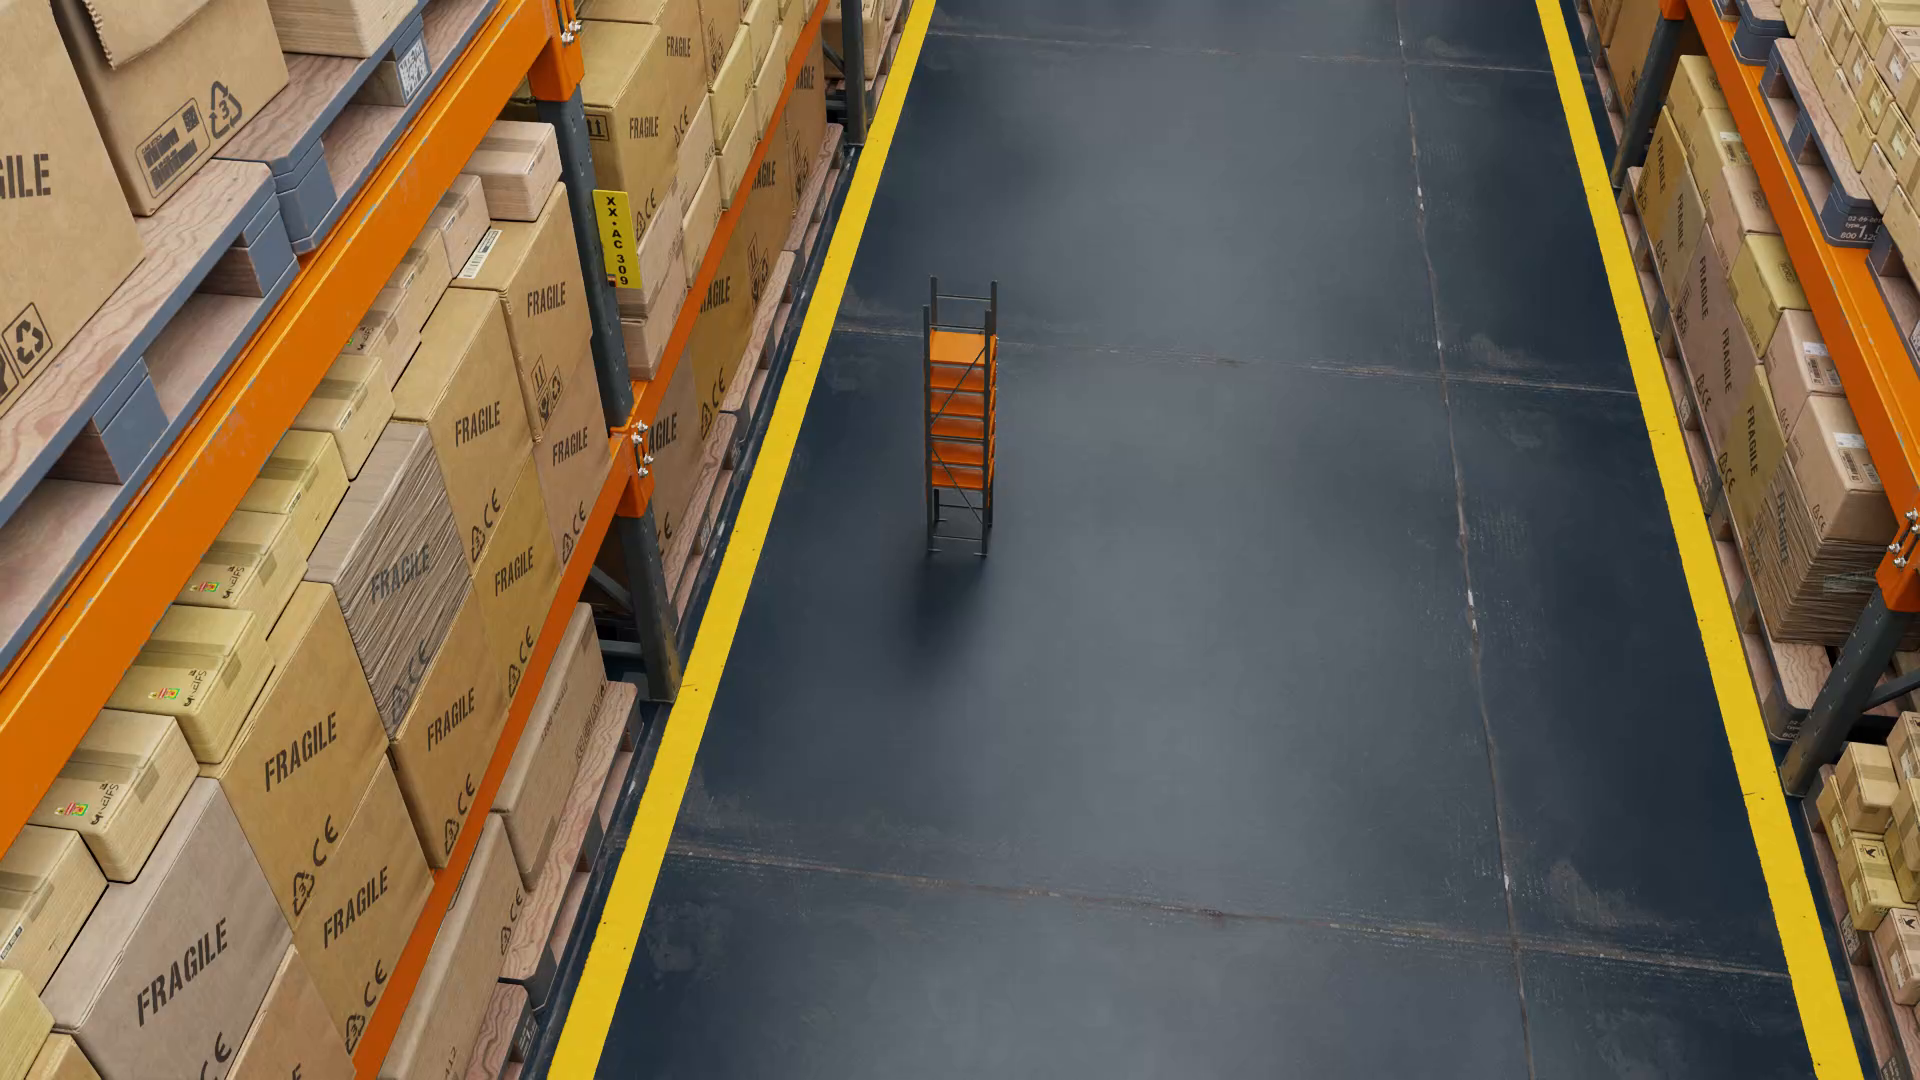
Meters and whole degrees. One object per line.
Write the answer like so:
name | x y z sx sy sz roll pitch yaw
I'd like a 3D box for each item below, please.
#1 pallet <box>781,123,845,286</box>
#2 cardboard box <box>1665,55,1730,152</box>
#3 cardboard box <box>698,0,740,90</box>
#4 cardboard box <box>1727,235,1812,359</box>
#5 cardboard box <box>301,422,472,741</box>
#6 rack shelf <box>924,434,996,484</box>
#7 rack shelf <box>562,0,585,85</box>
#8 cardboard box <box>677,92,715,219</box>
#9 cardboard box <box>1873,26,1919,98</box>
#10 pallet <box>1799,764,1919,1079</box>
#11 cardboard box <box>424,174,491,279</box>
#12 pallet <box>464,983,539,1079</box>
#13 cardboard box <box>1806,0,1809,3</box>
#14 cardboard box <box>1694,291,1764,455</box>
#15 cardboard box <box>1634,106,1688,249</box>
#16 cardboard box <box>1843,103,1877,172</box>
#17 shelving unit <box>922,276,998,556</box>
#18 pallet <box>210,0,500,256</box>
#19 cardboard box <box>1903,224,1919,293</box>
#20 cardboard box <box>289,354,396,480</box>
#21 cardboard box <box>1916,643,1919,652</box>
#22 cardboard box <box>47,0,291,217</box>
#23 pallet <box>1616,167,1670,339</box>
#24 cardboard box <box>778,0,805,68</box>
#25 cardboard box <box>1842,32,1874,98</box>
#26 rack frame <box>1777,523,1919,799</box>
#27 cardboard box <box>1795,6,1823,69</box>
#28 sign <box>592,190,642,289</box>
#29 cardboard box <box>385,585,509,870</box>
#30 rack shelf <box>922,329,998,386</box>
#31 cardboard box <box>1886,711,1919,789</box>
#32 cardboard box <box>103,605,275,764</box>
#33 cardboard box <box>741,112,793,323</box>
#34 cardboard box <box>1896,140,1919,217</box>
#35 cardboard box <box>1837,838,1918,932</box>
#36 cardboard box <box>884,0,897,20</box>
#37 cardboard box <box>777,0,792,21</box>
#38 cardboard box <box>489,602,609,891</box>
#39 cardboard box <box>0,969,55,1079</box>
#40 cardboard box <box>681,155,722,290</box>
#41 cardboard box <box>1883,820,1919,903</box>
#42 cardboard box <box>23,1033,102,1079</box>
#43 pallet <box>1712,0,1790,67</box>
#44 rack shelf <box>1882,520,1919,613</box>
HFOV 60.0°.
pallet | -1.187 -1.753 8.447 1.003 0.211 1.213 5 44 6
cardboard box | 3.581 -1.984 7.631 0.500 0.250 0.500 3 44 4
cardboard box | -1.085 -1.933 5.810 0.500 0.500 0.500 4 44 4
cardboard box | 3.368 -0.947 6.535 0.500 0.250 0.500 3 44 4
cardboard box | -1.458 0.071 3.694 0.500 0.500 0.500 6 44 6
rack shelf | 0.002 -0.326 6.461 0.258 0.103 0.180 5 44 6
rack shelf | -1.272 -2.761 5.825 1.077 0.370 4.000 5 44 6
cardboard box | -1.158 -1.329 5.717 0.500 0.250 0.500 6 44 6
cardboard box | 3.416 -1.645 5.751 0.380 0.149 0.250 3 44 4
pallet | 3.330 1.285 5.239 1.003 0.211 1.213 5 44 6
cardboard box | -1.404 -0.796 4.137 0.380 0.149 0.250 6 44 7
pallet | -1.874 1.788 4.708 1.003 0.211 1.213 5 44 6
cardboard box | 3.550 -2.233 6.588 0.380 0.149 0.250 5 44 6
cardboard box | 3.372 -0.659 6.777 0.500 0.500 0.500 4 44 5
cardboard box | 3.566 -1.700 7.877 0.500 0.500 0.500 4 44 4
cardboard box | 3.409 -1.427 5.952 0.380 0.149 0.250 7 44 7
shelving unit | 0.002 -0.446 6.348 0.258 1.200 0.189 5 44 6
pallet | -1.655 -1.070 3.581 1.003 0.211 1.213 5 44 6
cardboard box | 3.308 -0.885 5.380 0.380 0.149 0.250 5 44 5
cardboard box | -1.460 -0.279 3.591 0.380 0.149 0.250 5 44 5
cardboard box | 3.744 0.087 5.989 0.500 0.500 0.500 7 44 7
cardboard box | -1.683 -0.963 2.950 0.797 0.503 0.637 8 44 9
pallet | 3.807 -1.370 8.043 1.003 0.211 1.213 5 44 6
cardboard box | -0.952 -2.182 6.981 0.500 0.250 0.500 5 44 5
cardboard box | 3.449 -1.711 6.036 0.380 0.149 0.250 7 44 7
rack frame | 3.383 -0.188 4.767 1.000 3.000 0.127 5 44 6
cardboard box | 3.515 -1.957 6.512 0.380 0.149 0.250 7 44 7
sign | -0.986 -0.863 4.793 0.100 0.325 0.005 5 44 6
cardboard box | -1.459 0.429 4.043 0.500 0.500 0.500 5 44 5
rack shelf | 0.002 -0.675 6.131 0.258 0.103 0.180 5 44 6
cardboard box | 3.132 0.694 5.171 0.380 0.149 0.250 7 44 7
cardboard box | -1.497 0.252 3.031 0.380 0.149 0.250 4 44 4
cardboard box | -1.304 -1.606 7.504 0.875 0.875 0.875 6 44 6
cardboard box | 3.341 -1.182 5.478 0.380 0.149 0.250 4 44 4
cardboard box | 2.982 1.095 5.180 0.380 0.149 0.250 6 44 7
cardboard box | -0.834 -3.382 9.746 0.950 0.372 0.625 4 44 5
cardboard box | -0.932 -2.369 6.816 0.500 0.250 0.500 4 44 4
cardboard box | -1.726 0.626 5.465 0.875 0.438 0.875 5 44 5
cardboard box | -1.615 0.772 2.481 0.380 0.149 0.250 4 44 4
cardboard box | -1.150 -1.144 5.885 0.500 0.250 0.500 4 44 4
cardboard box | 3.074 0.985 5.080 0.380 0.149 0.250 6 44 6
cardboard box | -1.658 1.103 2.603 0.500 0.500 0.500 4 44 4
pallet | 3.924 -2.350 7.189 1.213 0.211 1.003 5 44 6
rack shelf | 3.119 1.436 3.575 1.077 0.370 4.000 5 44 6
